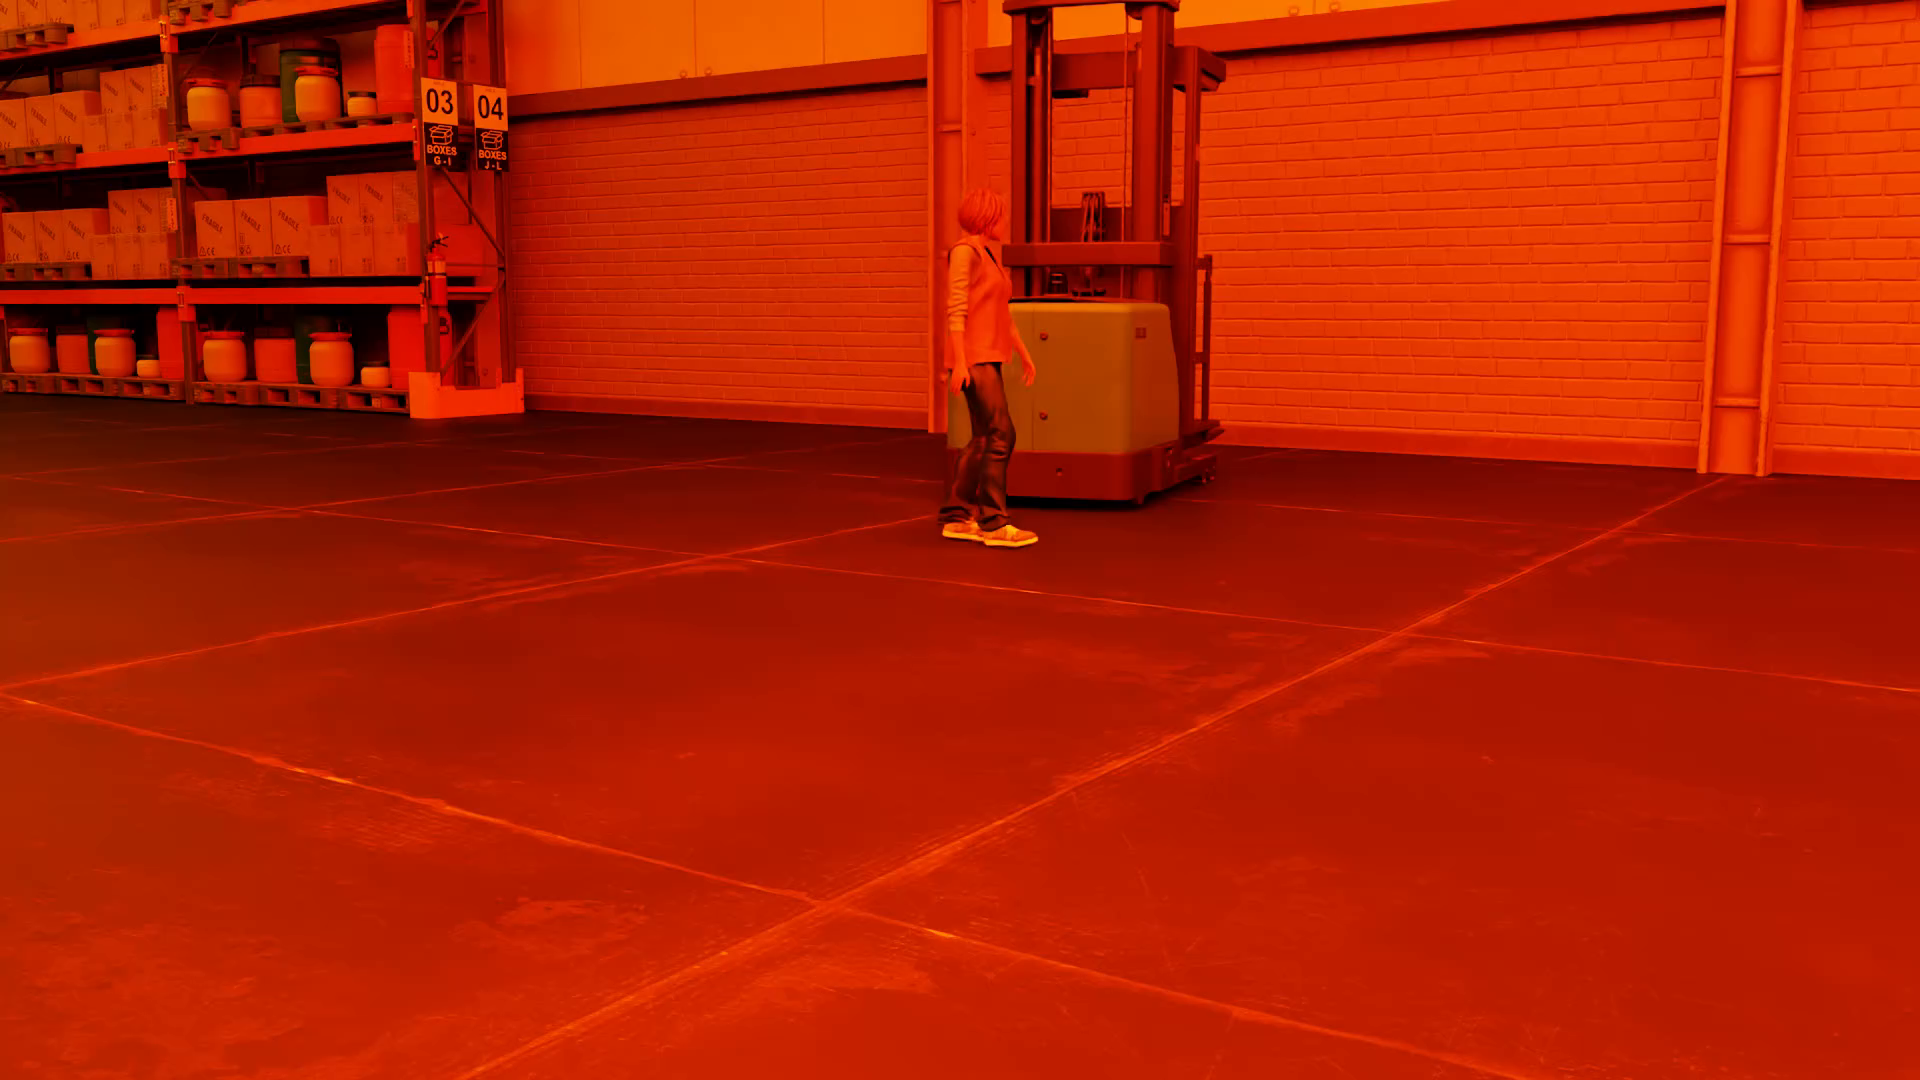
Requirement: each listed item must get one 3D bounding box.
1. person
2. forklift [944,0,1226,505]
[{"bbox_3d":[0.145,-0.773,7.454,0.519,1.578,0.547,2,8,14],"label":"person"},{"bbox_3d":[0.930,-1.803,9.869,1.130,2.935,3.031,3,9,21],"label":"forklift"}]
